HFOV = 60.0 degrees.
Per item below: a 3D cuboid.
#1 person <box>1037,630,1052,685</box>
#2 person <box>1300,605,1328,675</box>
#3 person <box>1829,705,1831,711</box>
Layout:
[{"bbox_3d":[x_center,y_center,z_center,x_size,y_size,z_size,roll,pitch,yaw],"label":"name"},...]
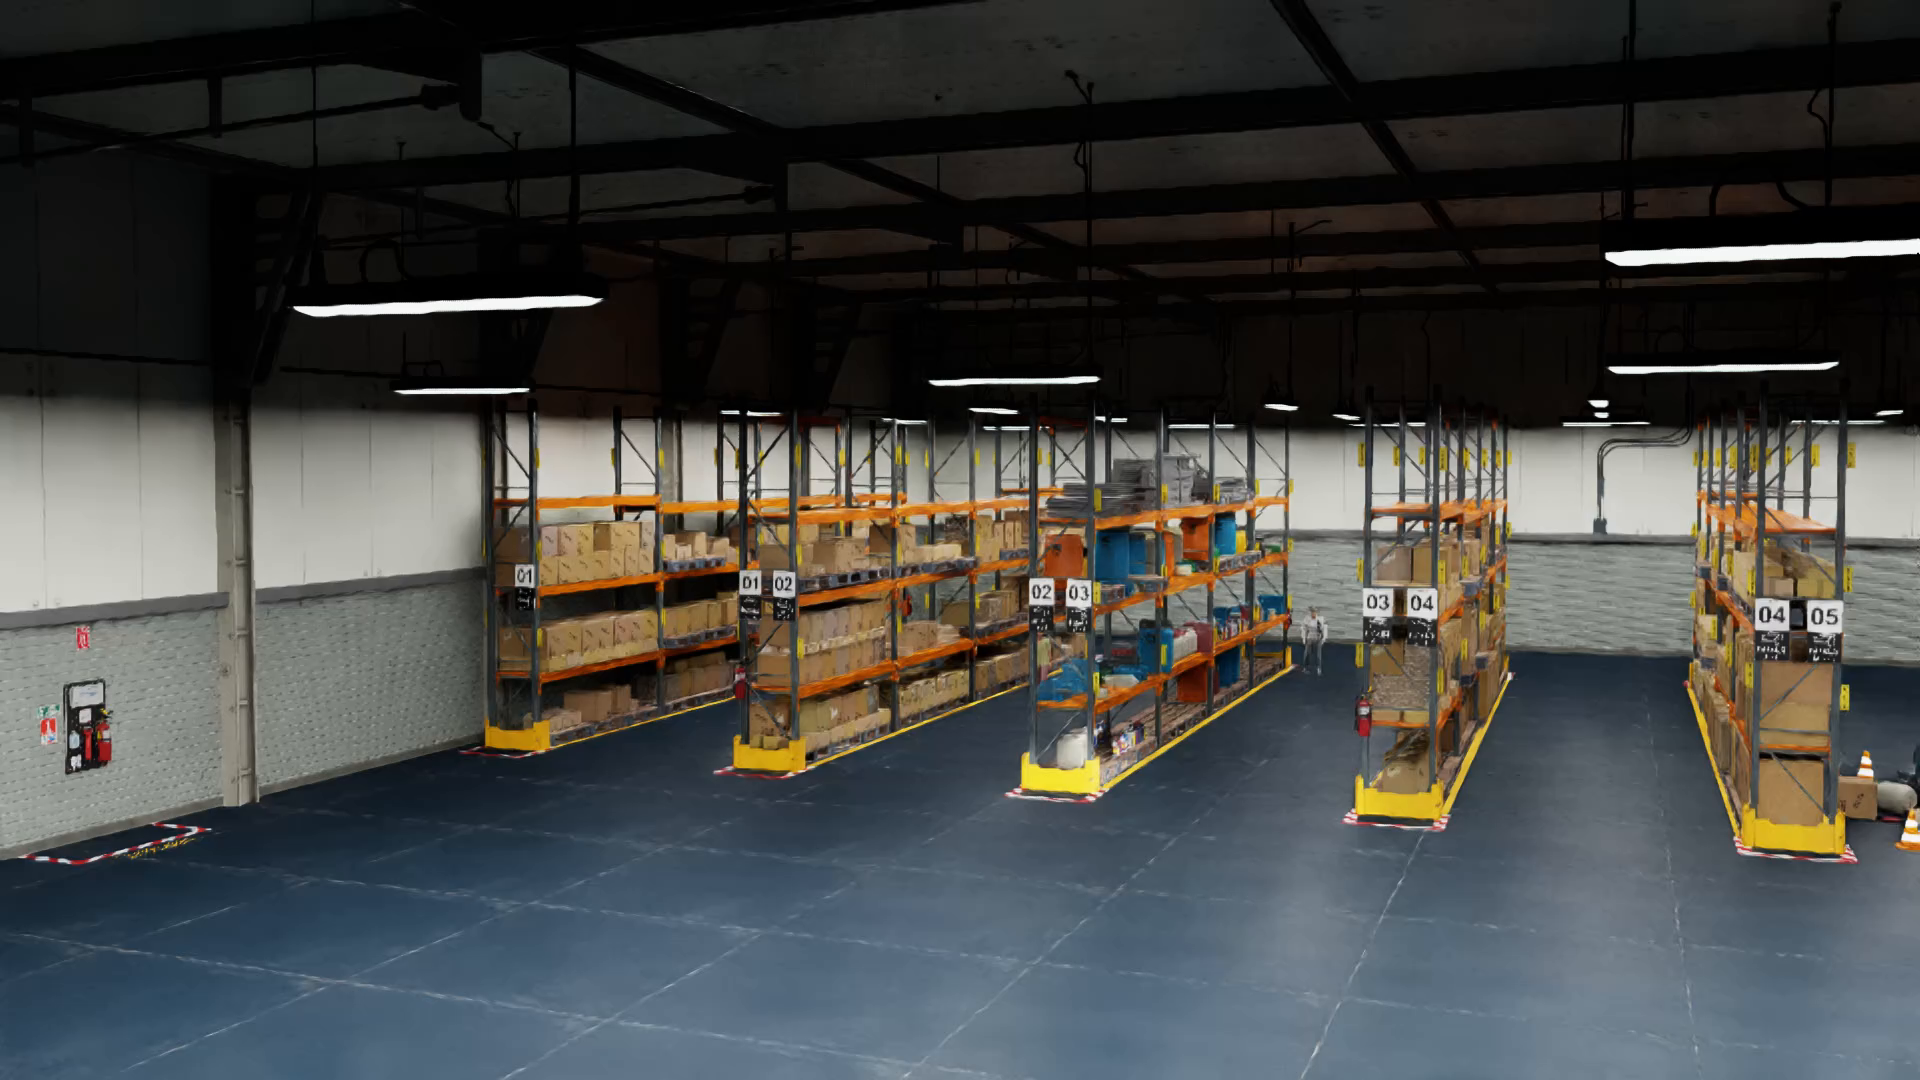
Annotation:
[{"bbox_3d":[1.615,2.540,33.867,0.451,1.534,1.091,1,3,19],"label":"person"},{"bbox_3d":[8.178,2.300,38.415,0.639,1.632,0.512,1,3,19],"label":"person"},{"bbox_3d":[17.109,2.474,32.995,0.626,1.768,0.576,-2,4,-37],"label":"person"}]
